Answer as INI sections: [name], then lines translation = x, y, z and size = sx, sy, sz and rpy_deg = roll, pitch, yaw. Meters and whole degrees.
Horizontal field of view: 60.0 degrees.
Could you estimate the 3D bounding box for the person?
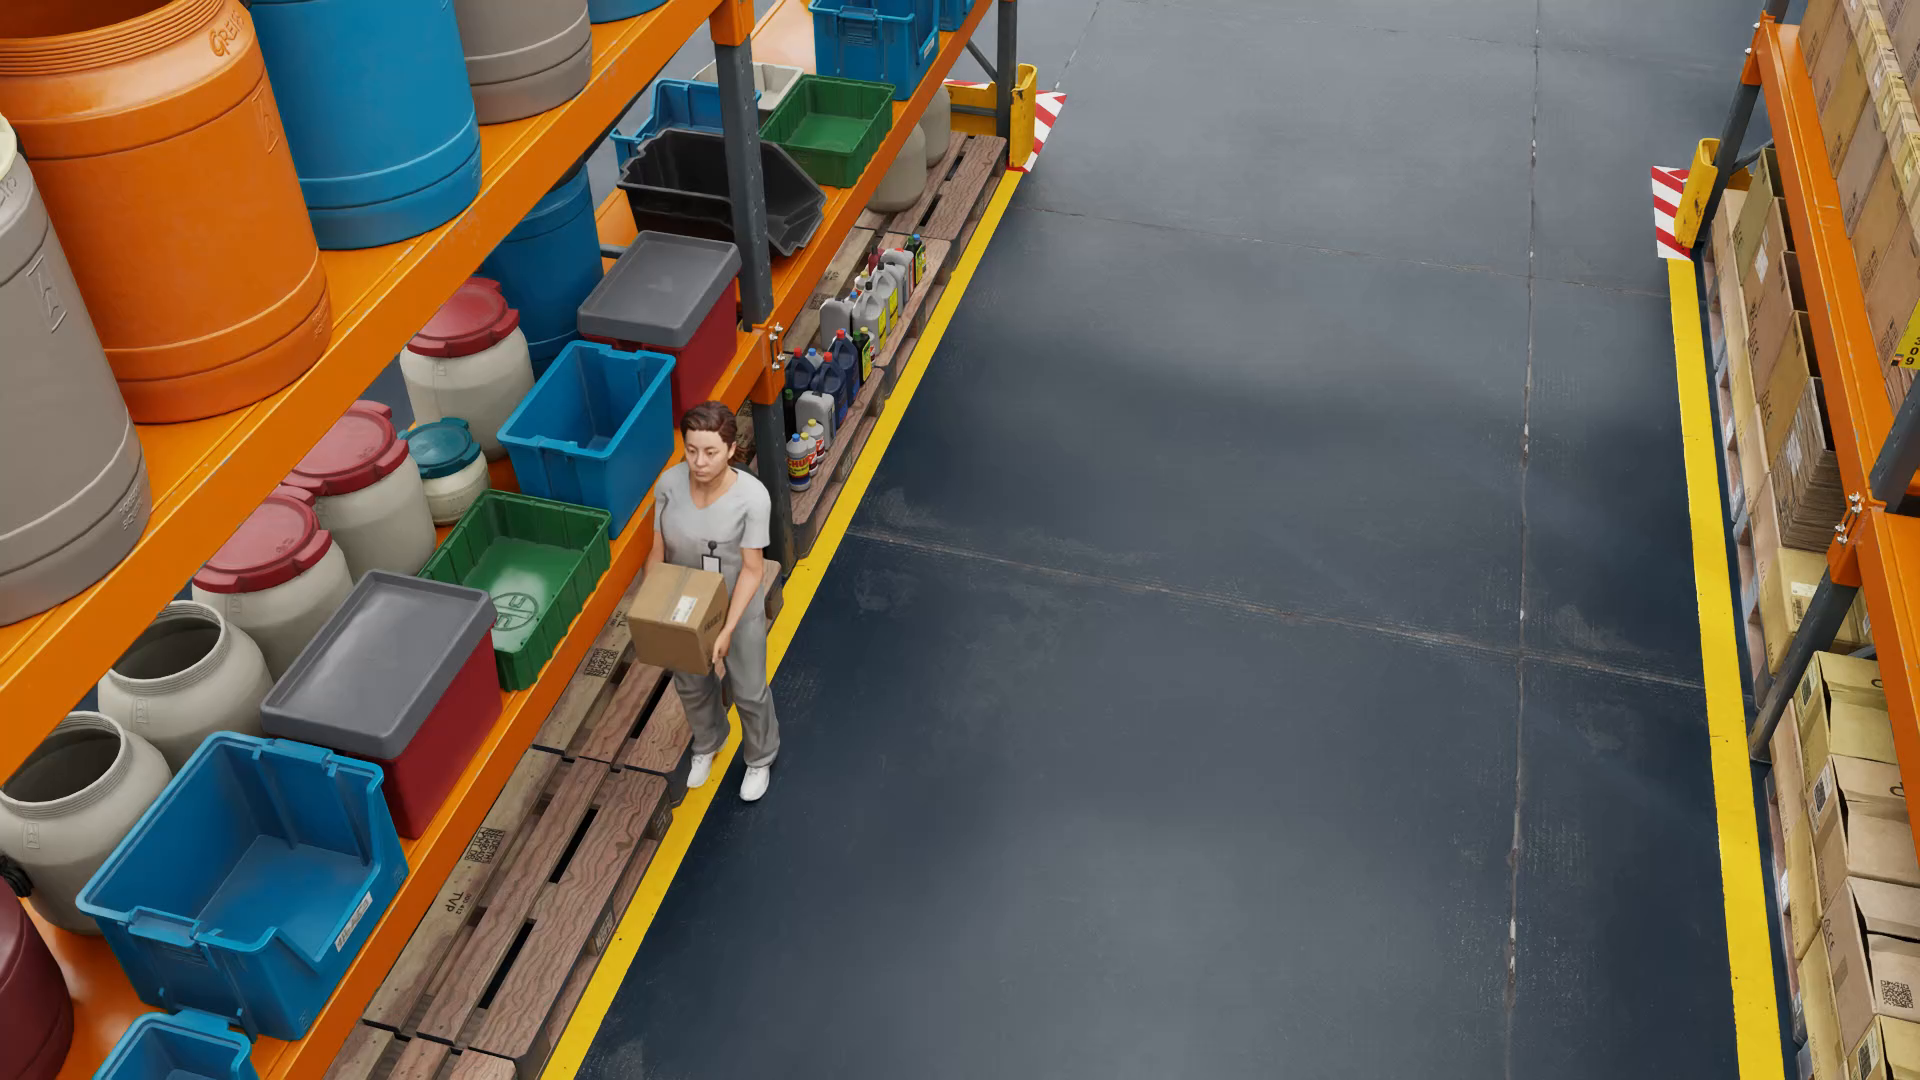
[person]
translation = -0.874, 0.277, 5.851
size = 0.438, 1.662, 0.553
rpy_deg = 10, 42, 12
